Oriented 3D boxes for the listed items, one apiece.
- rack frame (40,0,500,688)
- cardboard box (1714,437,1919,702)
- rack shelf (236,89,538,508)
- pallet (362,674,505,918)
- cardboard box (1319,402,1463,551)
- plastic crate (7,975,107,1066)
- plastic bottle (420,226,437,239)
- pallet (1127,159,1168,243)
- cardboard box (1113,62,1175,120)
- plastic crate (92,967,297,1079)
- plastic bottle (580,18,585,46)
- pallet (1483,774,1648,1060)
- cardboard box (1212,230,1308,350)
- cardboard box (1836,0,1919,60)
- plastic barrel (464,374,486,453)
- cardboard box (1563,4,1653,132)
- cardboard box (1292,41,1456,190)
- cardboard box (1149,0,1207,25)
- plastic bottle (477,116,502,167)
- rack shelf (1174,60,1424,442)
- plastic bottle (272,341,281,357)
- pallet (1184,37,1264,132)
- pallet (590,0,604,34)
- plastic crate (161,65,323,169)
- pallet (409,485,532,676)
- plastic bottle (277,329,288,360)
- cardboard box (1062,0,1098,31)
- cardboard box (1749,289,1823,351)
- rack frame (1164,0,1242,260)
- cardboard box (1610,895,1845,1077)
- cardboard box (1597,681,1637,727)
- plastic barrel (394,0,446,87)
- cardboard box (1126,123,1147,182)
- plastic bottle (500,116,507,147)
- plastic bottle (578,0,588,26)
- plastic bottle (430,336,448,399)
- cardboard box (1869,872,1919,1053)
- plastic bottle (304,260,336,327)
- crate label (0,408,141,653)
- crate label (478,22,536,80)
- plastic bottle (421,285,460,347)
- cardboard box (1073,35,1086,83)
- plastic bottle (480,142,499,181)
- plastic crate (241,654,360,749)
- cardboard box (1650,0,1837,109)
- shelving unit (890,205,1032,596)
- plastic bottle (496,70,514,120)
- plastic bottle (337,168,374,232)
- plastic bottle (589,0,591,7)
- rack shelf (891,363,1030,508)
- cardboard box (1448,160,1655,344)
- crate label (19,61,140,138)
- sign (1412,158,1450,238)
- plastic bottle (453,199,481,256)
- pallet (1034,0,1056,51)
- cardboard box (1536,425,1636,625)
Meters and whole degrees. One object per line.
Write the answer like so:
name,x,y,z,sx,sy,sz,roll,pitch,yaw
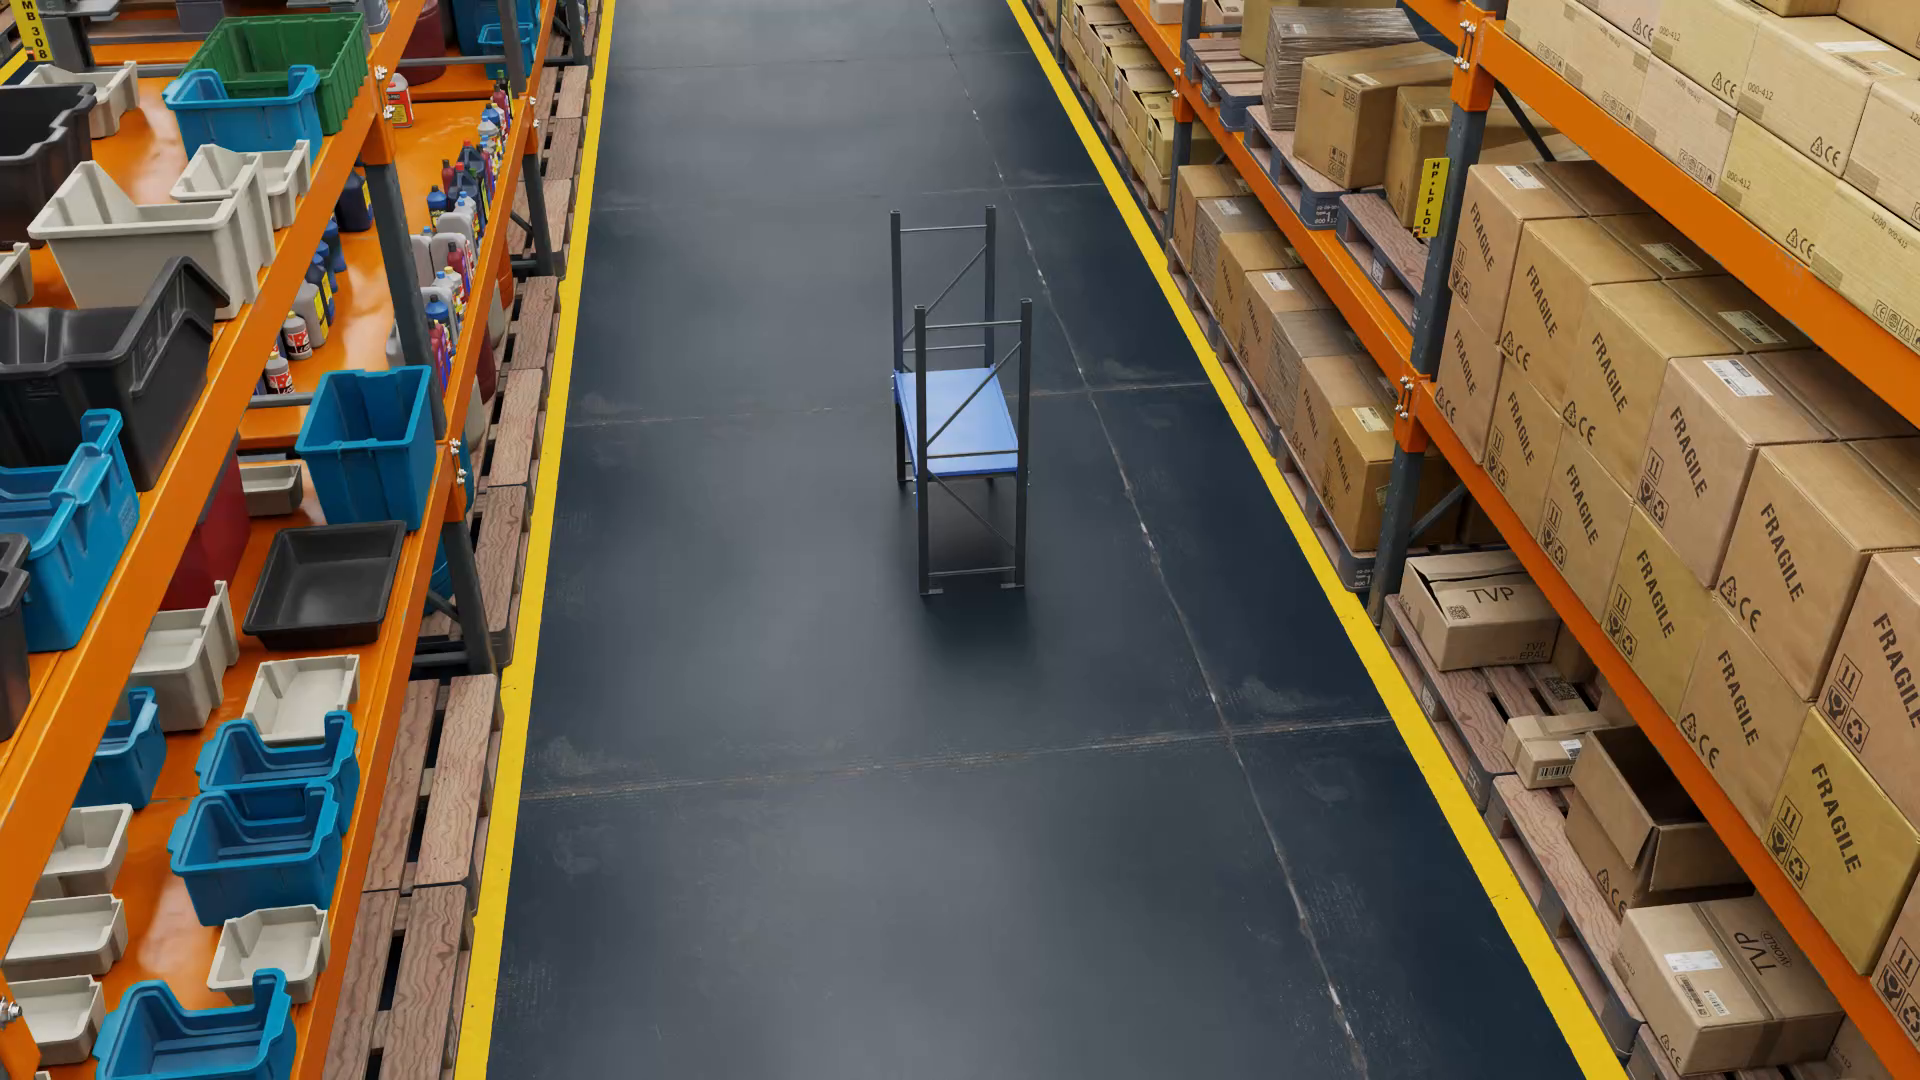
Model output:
rack frame,-2.512,-0.533,6.369,1.000,3.000,0.127,-4,35,-6
cardboard box,2.460,0.073,4.503,0.500,0.500,0.500,-3,34,-5
rack shelf,-2.781,-1.352,8.209,1.077,0.370,4.000,-4,35,-6
pallet,-2.374,1.026,6.556,1.003,0.211,1.213,-4,35,-6
cardboard box,2.047,-0.309,7.869,0.500,0.500,0.500,-5,35,-7
plastic crate,-2.287,1.179,4.037,0.396,0.136,0.243,-4,35,-6
plastic bottle,-2.473,-1.365,7.765,0.097,0.201,0.097,0,34,0
pallet,1.787,-2.448,11.655,1.003,0.211,1.213,-4,35,-6
cardboard box,1.403,-3.253,11.930,0.500,0.311,0.500,-5,35,-7
plastic crate,-1.769,1.213,3.902,0.416,0.233,0.300,-4,35,-6
plastic bottle,-3.196,-4.263,13.874,0.097,0.271,0.097,0,34,0
pallet,2.656,1.312,6.138,1.003,0.211,1.213,-4,35,-6
cardboard box,1.776,-1.440,9.528,0.500,0.500,0.500,-5,35,-7
cardboard box,2.719,-1.496,4.141,0.700,0.500,0.500,-4,35,-6
plastic barrel,-2.650,-0.701,8.451,0.421,0.512,0.421,0,34,0
cardboard box,2.281,-1.514,5.278,0.500,0.250,0.500,-4,35,-6
cardboard box,2.099,-2.102,8.210,0.700,0.500,0.500,-13,36,-18
cardboard box,1.465,-3.516,10.968,0.380,0.149,0.250,-4,35,-6
plastic bottle,-2.492,-2.107,8.792,0.097,0.271,0.097,0,34,0
rack shelf,2.128,-1.725,8.757,1.077,0.370,4.000,-4,35,-6
plastic bottle,-2.885,-0.788,6.920,0.097,0.201,0.097,0,34,0
pallet,2.020,-2.686,9.698,1.213,0.211,1.003,-4,35,-6
pallet,-3.804,-4.905,15.261,1.003,0.211,1.213,-4,35,-6
plastic crate,-2.073,-1.220,4.861,0.416,0.233,0.300,-4,35,-6
pallet,-2.574,0.185,7.791,1.003,0.211,1.213,-4,35,-6
plastic bottle,-2.934,-0.881,6.990,0.152,0.276,0.135,-4,35,-6
cardboard box,1.130,-4.390,13.599,0.500,0.311,0.500,-4,35,-6
cardboard box,2.861,-0.531,5.389,0.500,0.500,0.500,-4,34,-6
rack frame,1.859,-3.138,10.192,1.000,3.000,0.127,-4,35,-6
cardboard box,2.520,1.463,5.490,0.500,0.250,0.500,-4,35,-6
cardboard box,2.856,0.738,6.500,0.500,0.311,0.500,-4,35,-6
plastic barrel,-3.412,-3.058,9.952,0.600,0.536,0.708,-4,35,-6
cardboard box,1.474,-2.738,11.673,0.500,0.250,0.500,-5,35,-7
plastic bottle,-2.531,-2.241,9.051,0.097,0.201,0.097,0,34,0
plastic bottle,-3.285,-4.567,14.249,0.144,0.351,0.185,-3,34,-5
plastic bottle,-2.138,-0.722,6.749,0.061,0.283,0.133,-4,35,-6
cardboard box,2.605,1.055,3.949,0.500,0.500,0.500,-3,34,-5
plastic bottle,-2.841,-1.115,7.266,0.144,0.351,0.185,-4,35,-6
crate label,-1.778,-0.019,3.082,0.408,0.251,0.502,-4,35,-6
crate label,-2.735,-2.960,10.078,0.303,0.233,0.416,-4,35,-6
plastic bottle,-2.246,-0.973,7.125,0.152,0.276,0.135,-4,35,-6
cardboard box,1.198,-3.879,13.347,0.500,0.250,0.500,-4,34,-5
plastic bottle,-2.465,-1.969,8.653,0.097,0.201,0.097,0,34,0
plastic crate,-1.980,0.500,5.034,0.293,0.136,0.466,-4,35,-6
cardboard box,2.341,-1.441,4.727,0.500,0.250,0.500,-4,35,-6
shelving unit,-0.011,-0.667,7.897,0.538,1.500,1.048,-4,35,-6
plastic bottle,-2.572,-2.524,9.393,0.061,0.283,0.133,-4,35,-6
plastic bottle,-2.975,-1.702,8.128,0.144,0.351,0.185,-4,35,-6
plastic bottle,-3.367,-4.909,14.751,0.144,0.351,0.185,-5,35,-7
rack shelf,-0.011,-0.519,7.999,0.538,0.185,1.000,-4,35,-6
cardboard box,2.182,-1.077,6.189,0.500,0.500,0.500,-4,34,-5
crate label,-2.732,-1.369,5.166,0.293,0.136,0.466,-4,35,-6
sign,1.848,-1.341,6.526,0.100,0.325,0.005,-4,35,-6
plastic bottle,-2.341,-1.480,7.873,0.097,0.271,0.097,0,34,0
pallet,1.256,-4.665,14.908,1.003,0.211,1.213,-4,35,-6
cardboard box,2.333,-0.078,5.612,0.500,0.500,0.500,-5,35,-7
